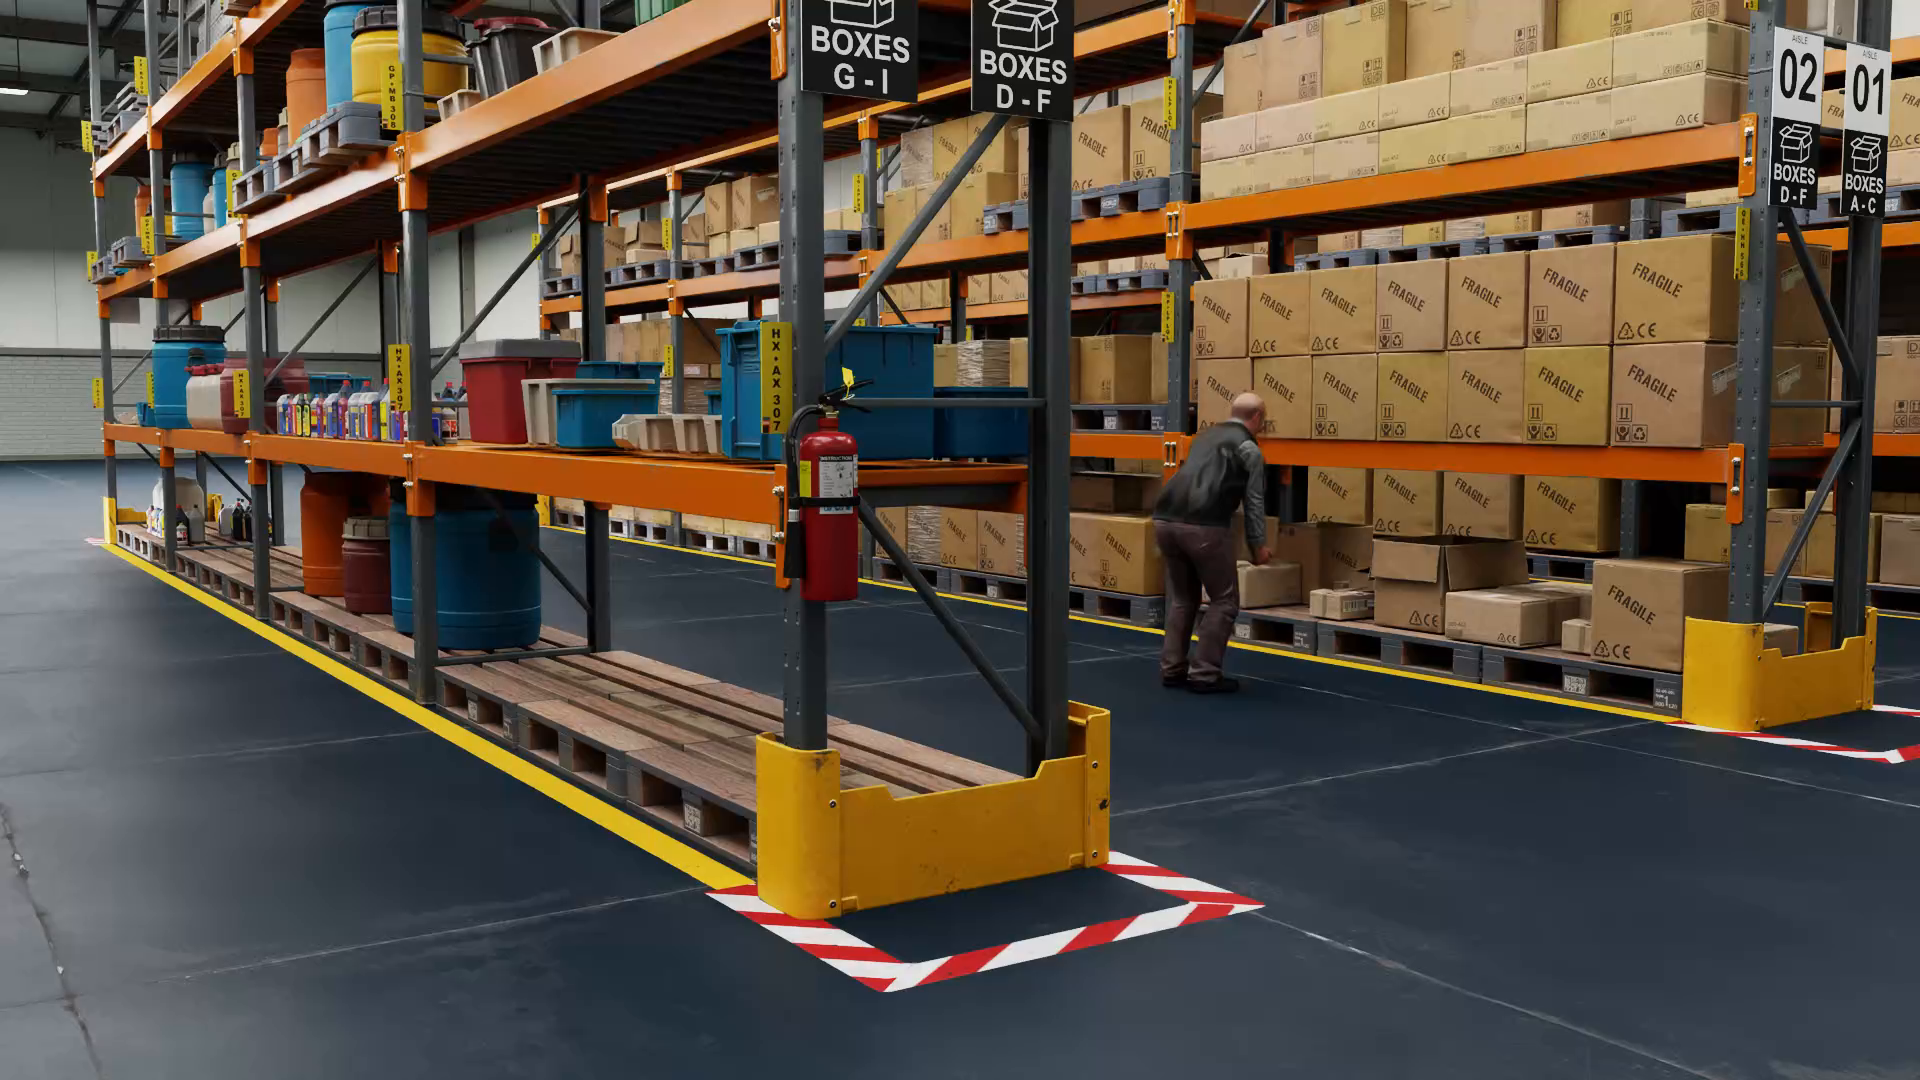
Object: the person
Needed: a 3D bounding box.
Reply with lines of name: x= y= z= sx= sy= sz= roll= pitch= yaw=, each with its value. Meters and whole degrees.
person: x=1.361 y=0.002 z=8.885 sx=0.700 sy=1.575 sz=0.473 roll=-3 pitch=6 yaw=-35
